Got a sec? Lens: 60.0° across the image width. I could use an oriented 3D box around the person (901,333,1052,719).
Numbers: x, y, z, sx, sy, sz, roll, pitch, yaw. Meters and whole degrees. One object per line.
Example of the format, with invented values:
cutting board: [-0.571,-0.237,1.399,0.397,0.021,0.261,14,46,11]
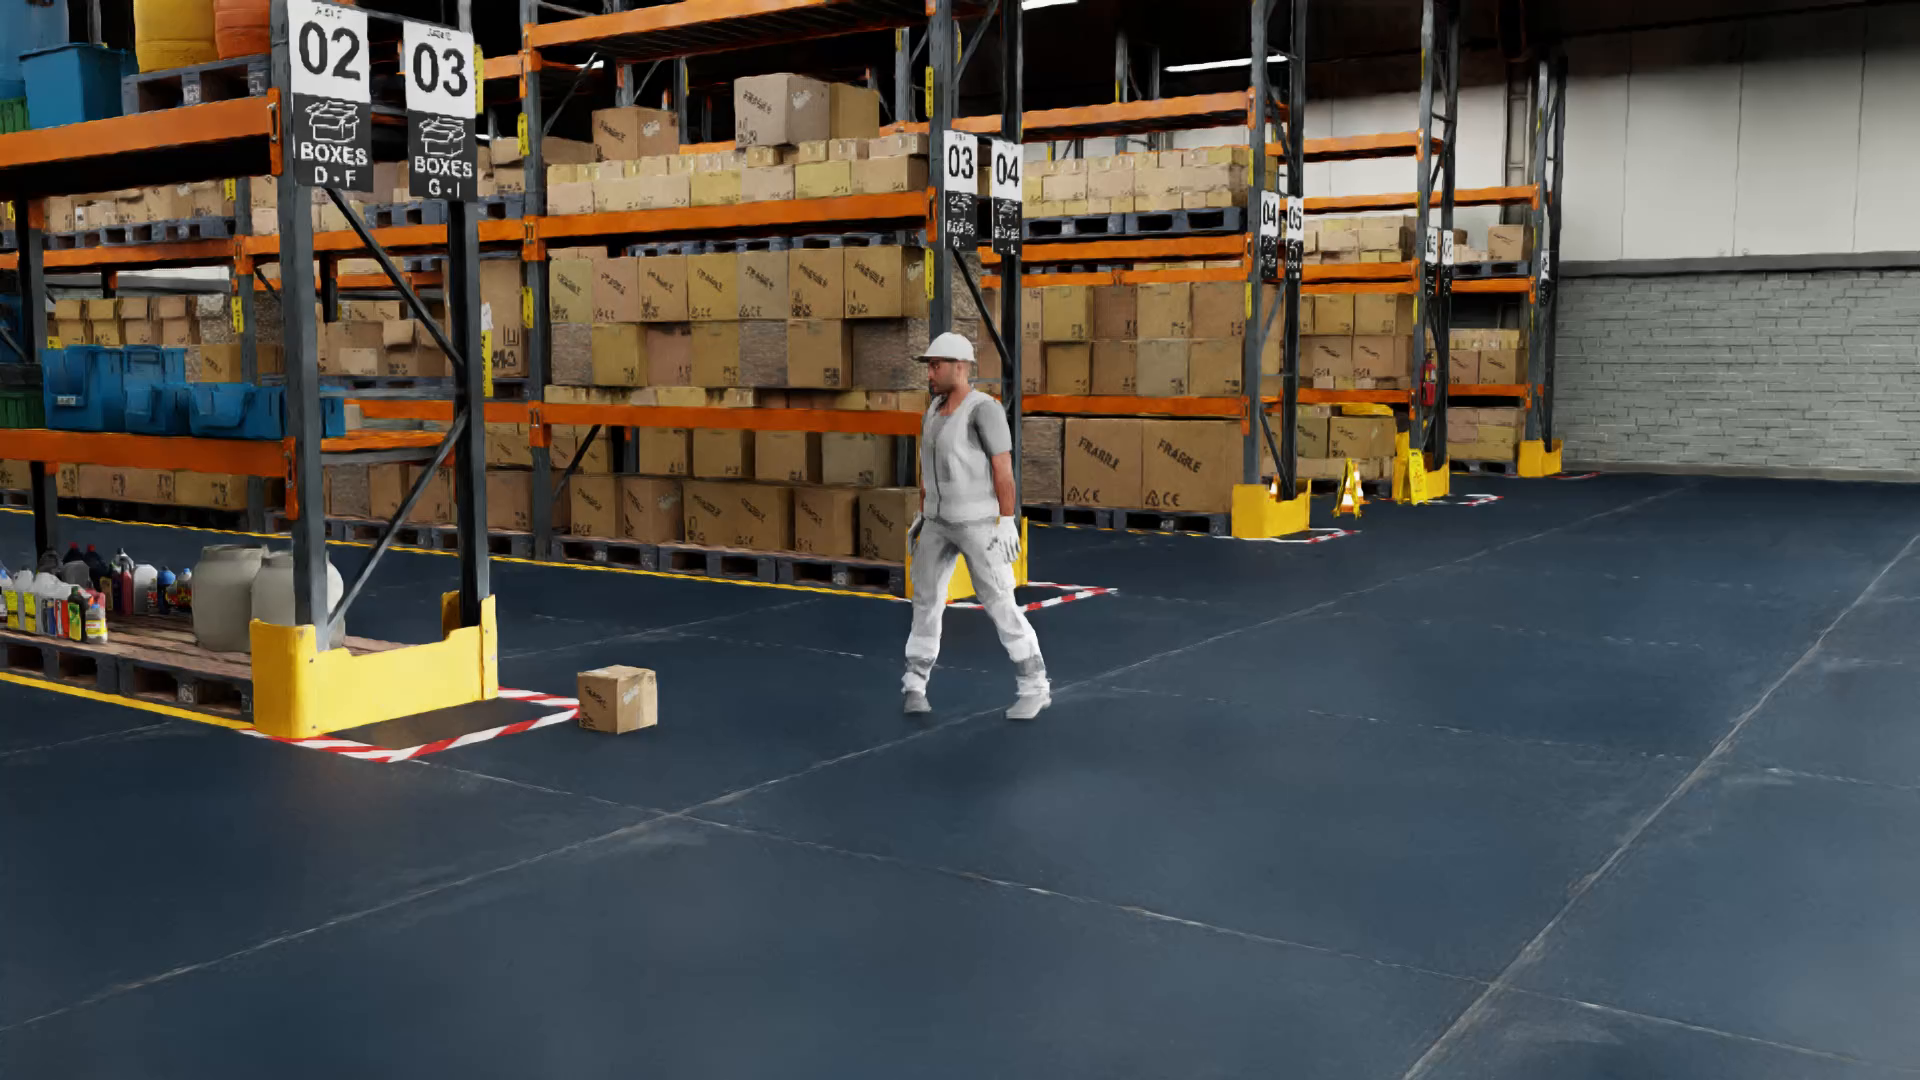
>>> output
person: [0.038,-0.065,7.720,0.570,1.780,0.649,-6,9,-44]
